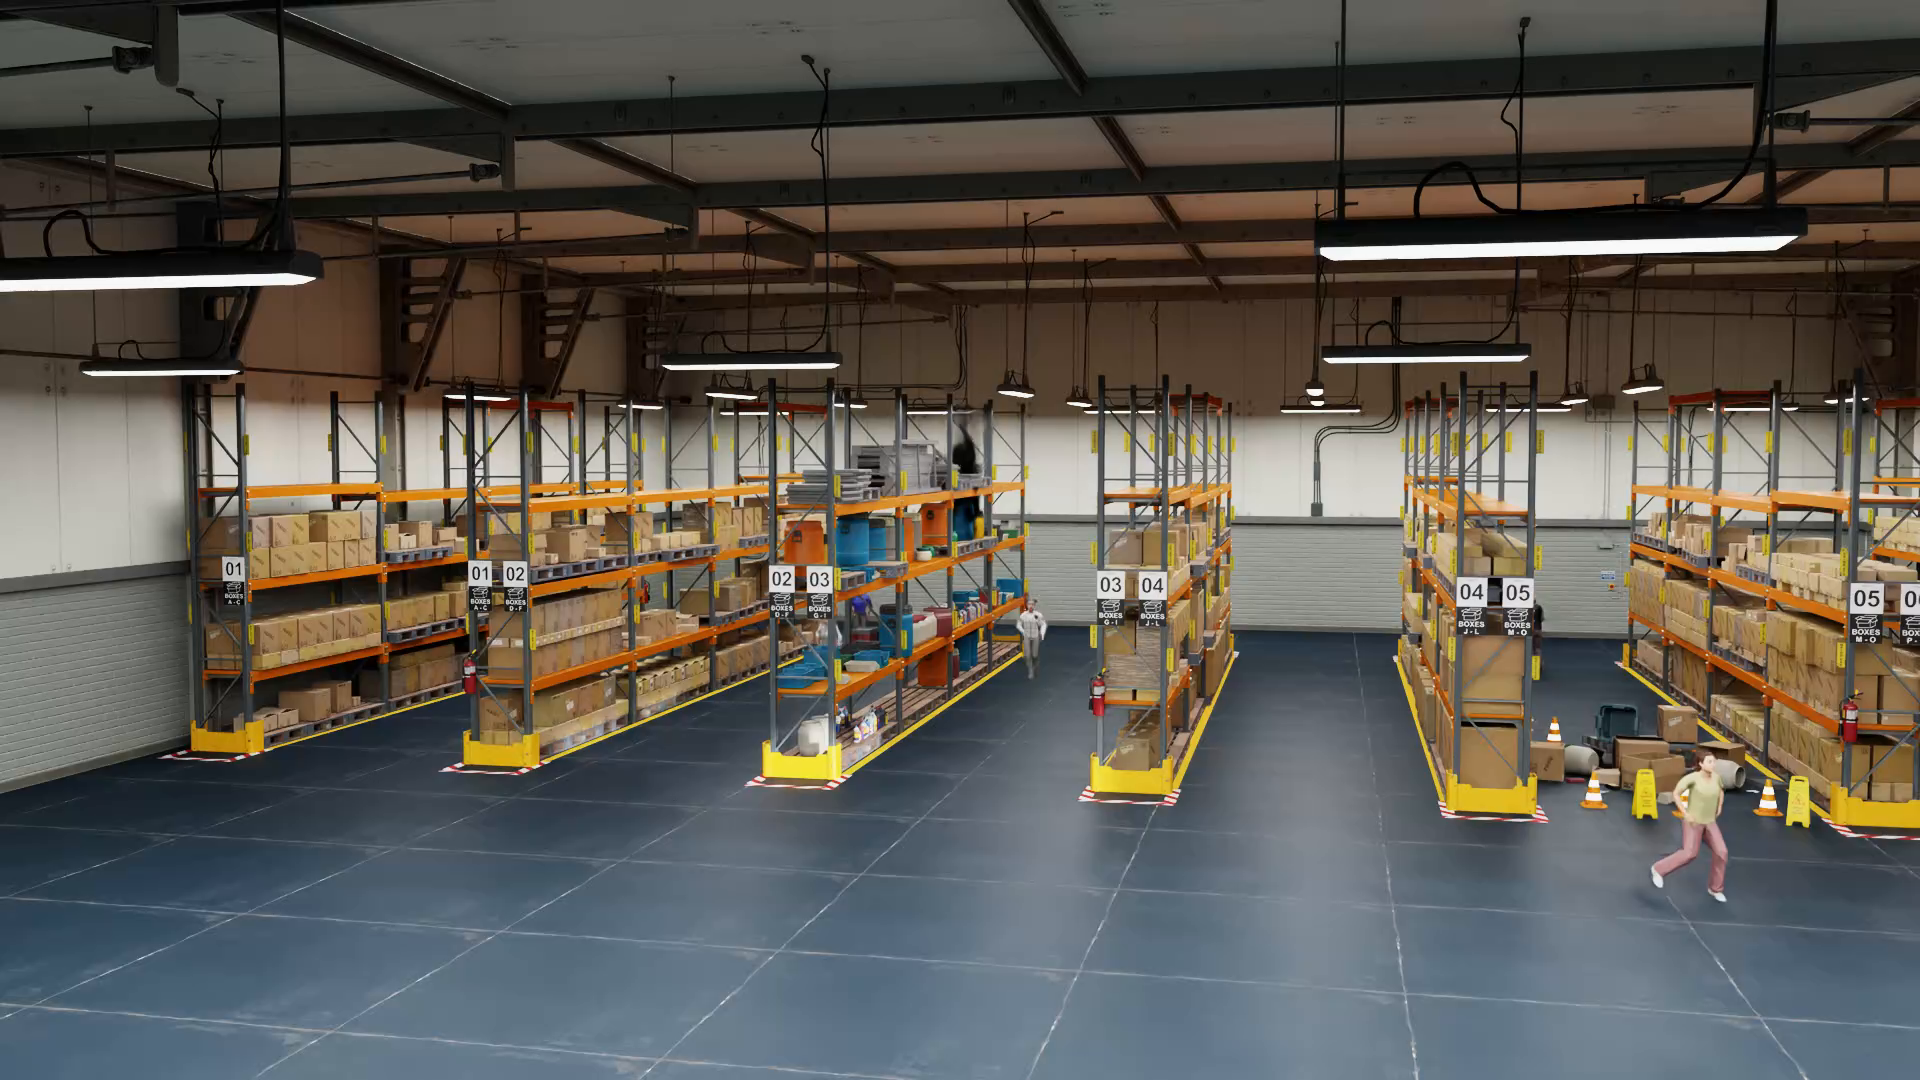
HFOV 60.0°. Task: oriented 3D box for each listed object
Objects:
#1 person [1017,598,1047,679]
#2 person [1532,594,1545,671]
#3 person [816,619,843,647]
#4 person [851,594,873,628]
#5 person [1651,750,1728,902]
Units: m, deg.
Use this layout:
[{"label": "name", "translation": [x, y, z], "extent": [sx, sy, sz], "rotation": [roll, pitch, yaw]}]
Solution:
[{"label": "person", "translation": [1.467, 2.010, 34.192], "extent": [0.616, 1.660, 0.554], "rotation": [0, 3, 6]}, {"label": "person", "translation": [12.555, 2.061, 36.504], "extent": [0.599, 1.769, 0.831], "rotation": [0, 3, -1]}, {"label": "person", "translation": [-2.528, 2.191, 32.125], "extent": [0.566, 1.581, 0.841], "rotation": [1, 3, 11]}, {"label": "person", "translation": [-2.431, 1.891, 40.406], "extent": [0.569, 1.617, 0.554], "rotation": [0, 3, 8]}, {"label": "person", "translation": [8.164, 3.154, 18.445], "extent": [0.792, 1.667, 0.677], "rotation": [-1, 3, -19]}]
